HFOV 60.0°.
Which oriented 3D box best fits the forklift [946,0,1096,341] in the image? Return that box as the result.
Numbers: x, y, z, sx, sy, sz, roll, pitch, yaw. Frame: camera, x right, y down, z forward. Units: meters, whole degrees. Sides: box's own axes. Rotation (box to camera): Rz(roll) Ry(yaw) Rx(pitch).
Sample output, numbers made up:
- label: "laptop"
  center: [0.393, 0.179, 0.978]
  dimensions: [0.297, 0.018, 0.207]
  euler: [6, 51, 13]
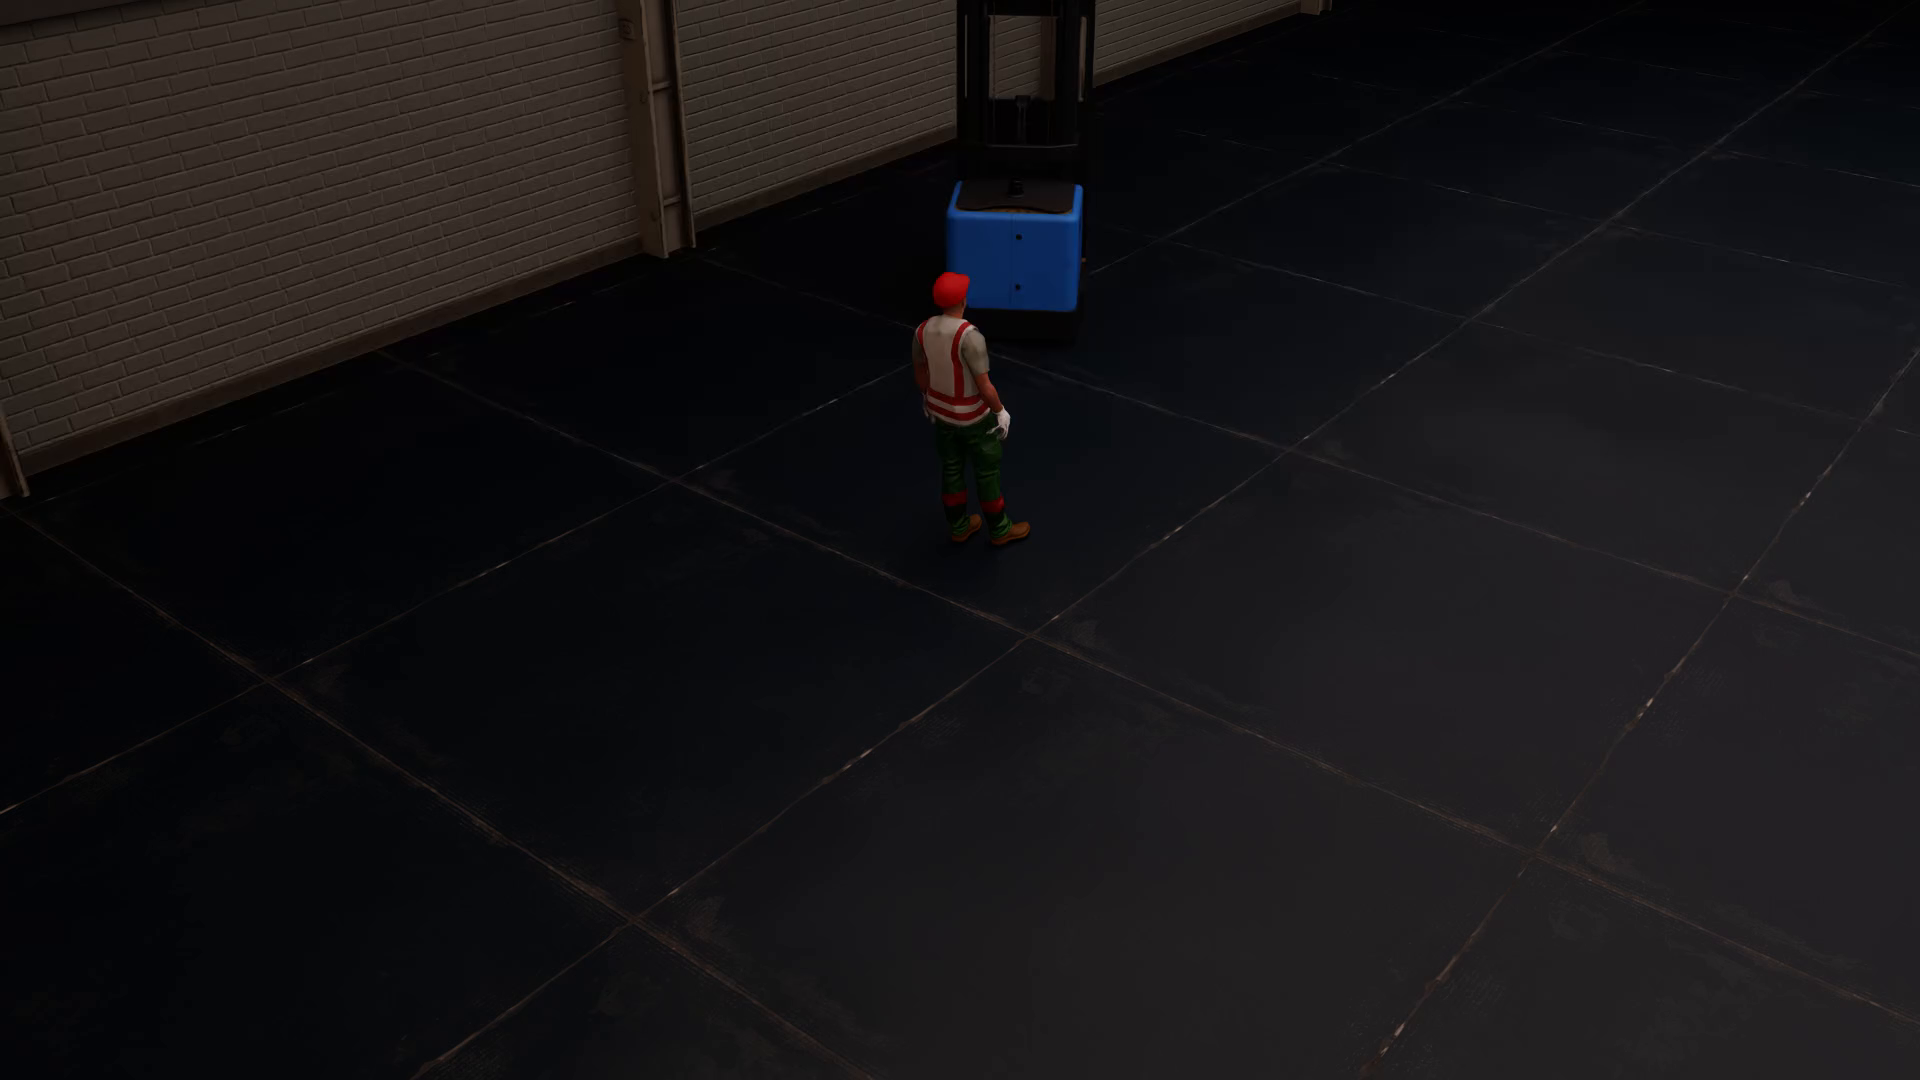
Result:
- label: "forklift"
  center: [0.543, -3.548, 13.666]
  dimensions: [1.130, 2.935, 3.031]
  euler: [3, 30, 5]

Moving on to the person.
- label: "person"
  center: [0.060, -0.806, 10.092]
  dimensions: [0.637, 1.787, 0.564]
  euler: [22, 37, 33]
